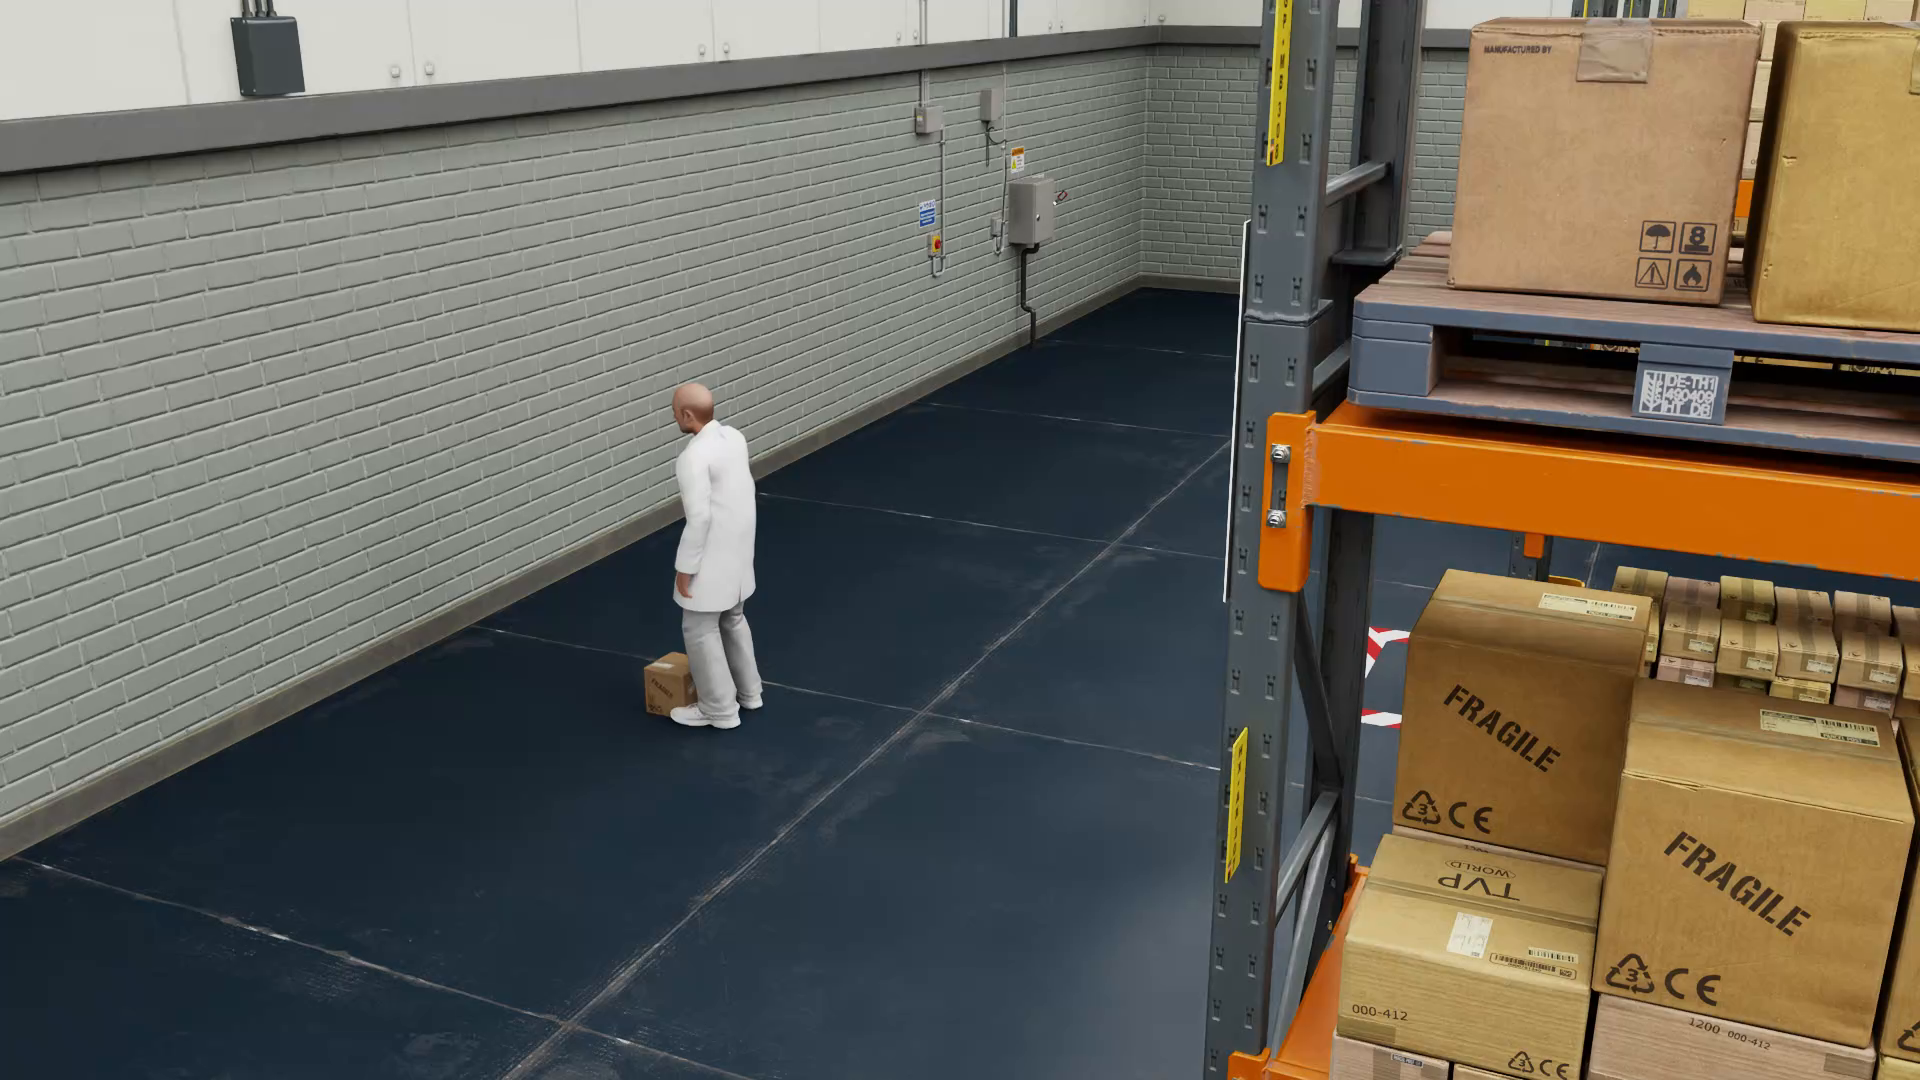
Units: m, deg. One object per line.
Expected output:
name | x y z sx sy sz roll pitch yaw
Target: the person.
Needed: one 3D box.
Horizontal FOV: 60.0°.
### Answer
person | -1.246 0.075 8.369 0.429 1.772 0.645 7 20 20
